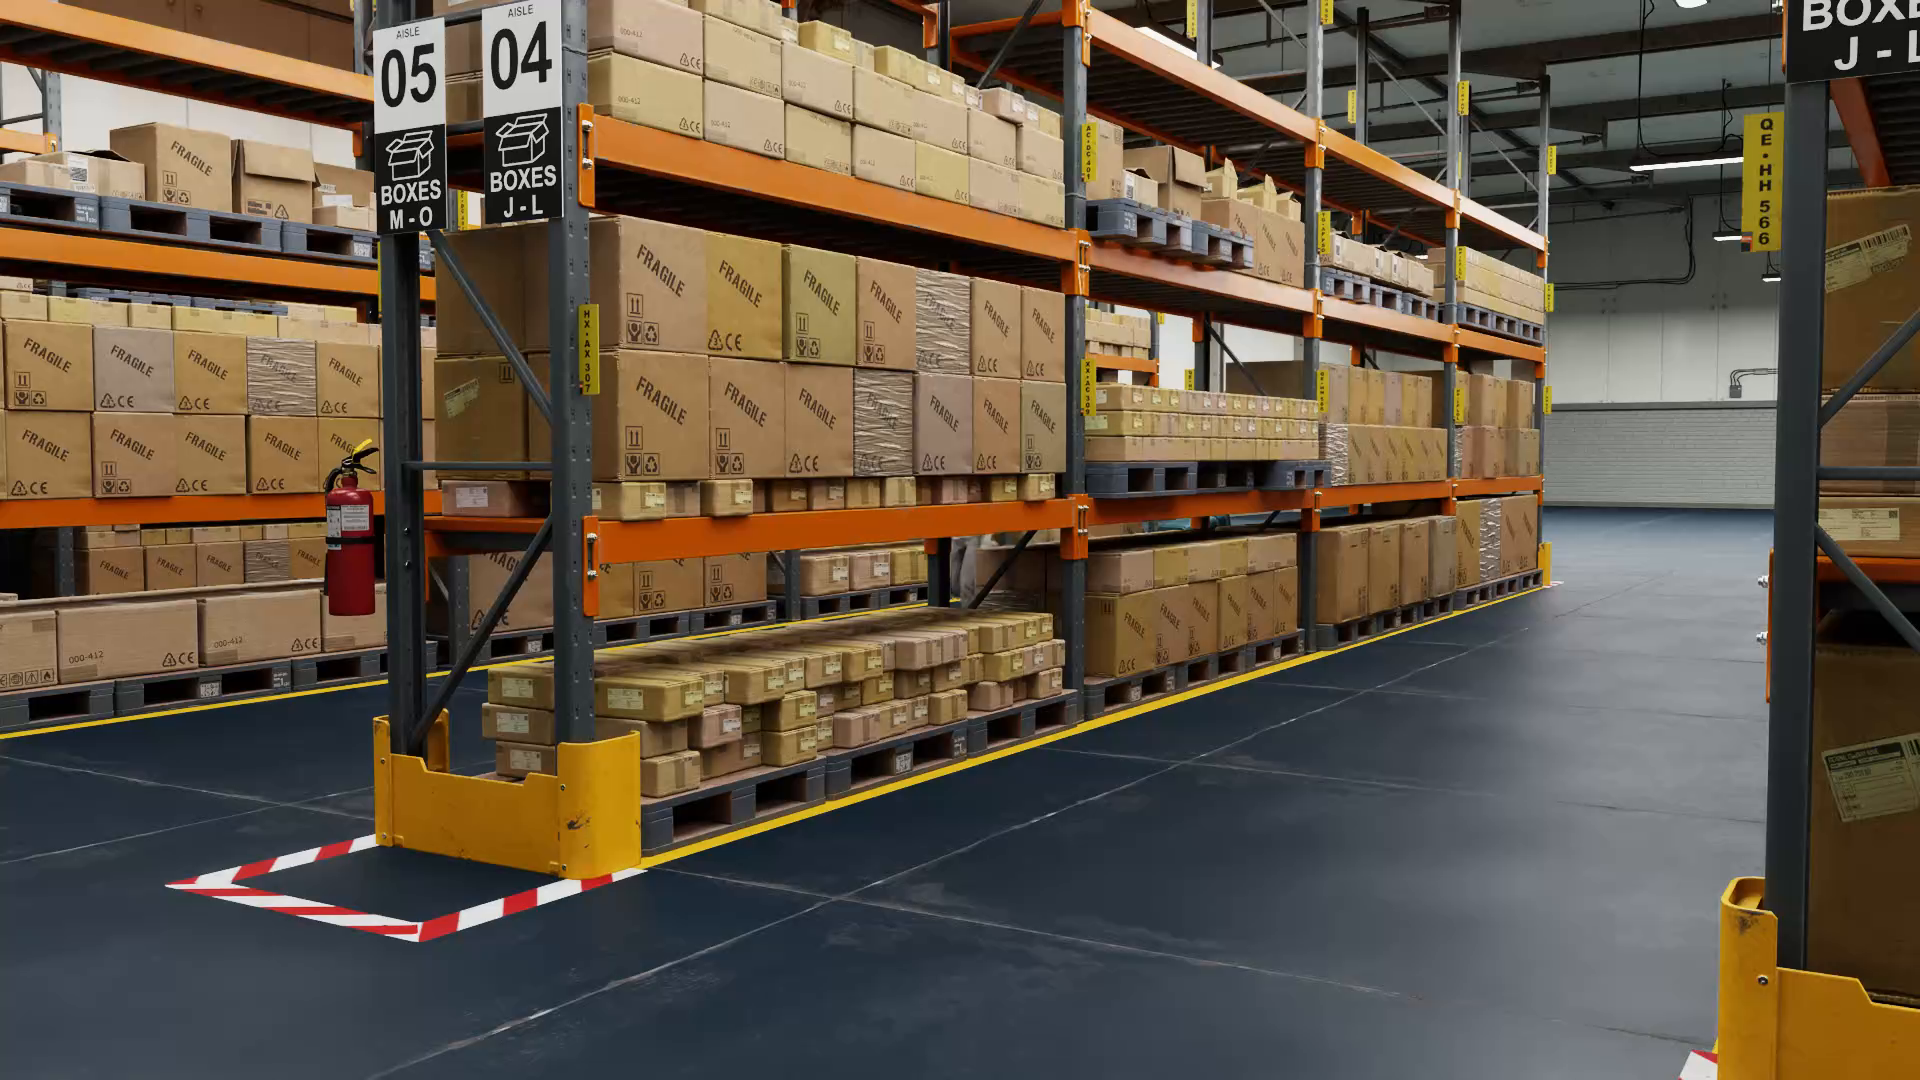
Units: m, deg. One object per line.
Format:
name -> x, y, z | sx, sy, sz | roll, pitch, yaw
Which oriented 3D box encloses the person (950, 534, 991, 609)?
person -> 0.084, -0.007, 13.841 | 0.566, 1.651, 0.688 | 2, 4, 35
